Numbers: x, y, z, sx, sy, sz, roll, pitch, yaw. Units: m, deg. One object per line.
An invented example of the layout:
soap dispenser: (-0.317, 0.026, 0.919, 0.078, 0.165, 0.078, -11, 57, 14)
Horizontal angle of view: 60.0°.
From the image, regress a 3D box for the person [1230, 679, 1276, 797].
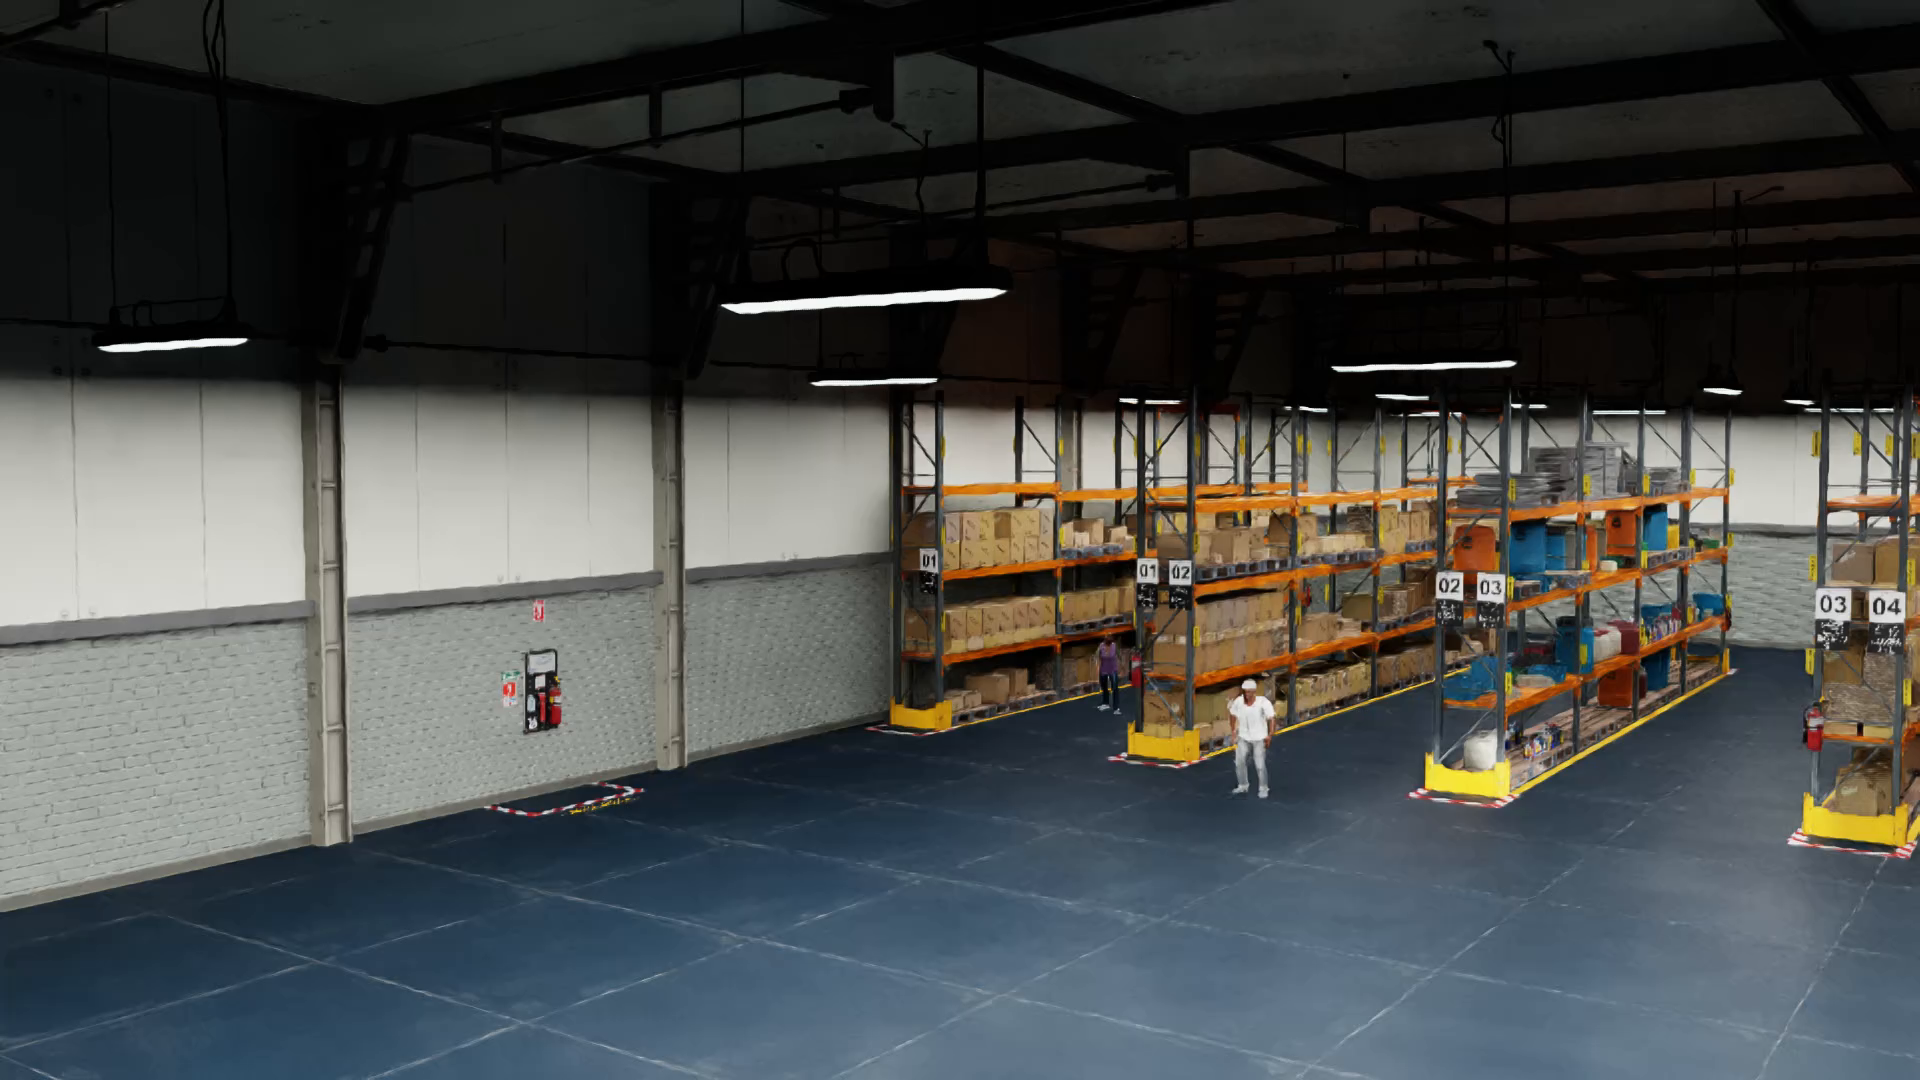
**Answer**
person: (4.159, 2.817, 23.728, 0.719, 1.714, 0.578, 2, 4, 33)

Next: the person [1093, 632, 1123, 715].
person: (2.806, 2.471, 31.190, 0.562, 1.527, 0.780, 1, 3, 17)
